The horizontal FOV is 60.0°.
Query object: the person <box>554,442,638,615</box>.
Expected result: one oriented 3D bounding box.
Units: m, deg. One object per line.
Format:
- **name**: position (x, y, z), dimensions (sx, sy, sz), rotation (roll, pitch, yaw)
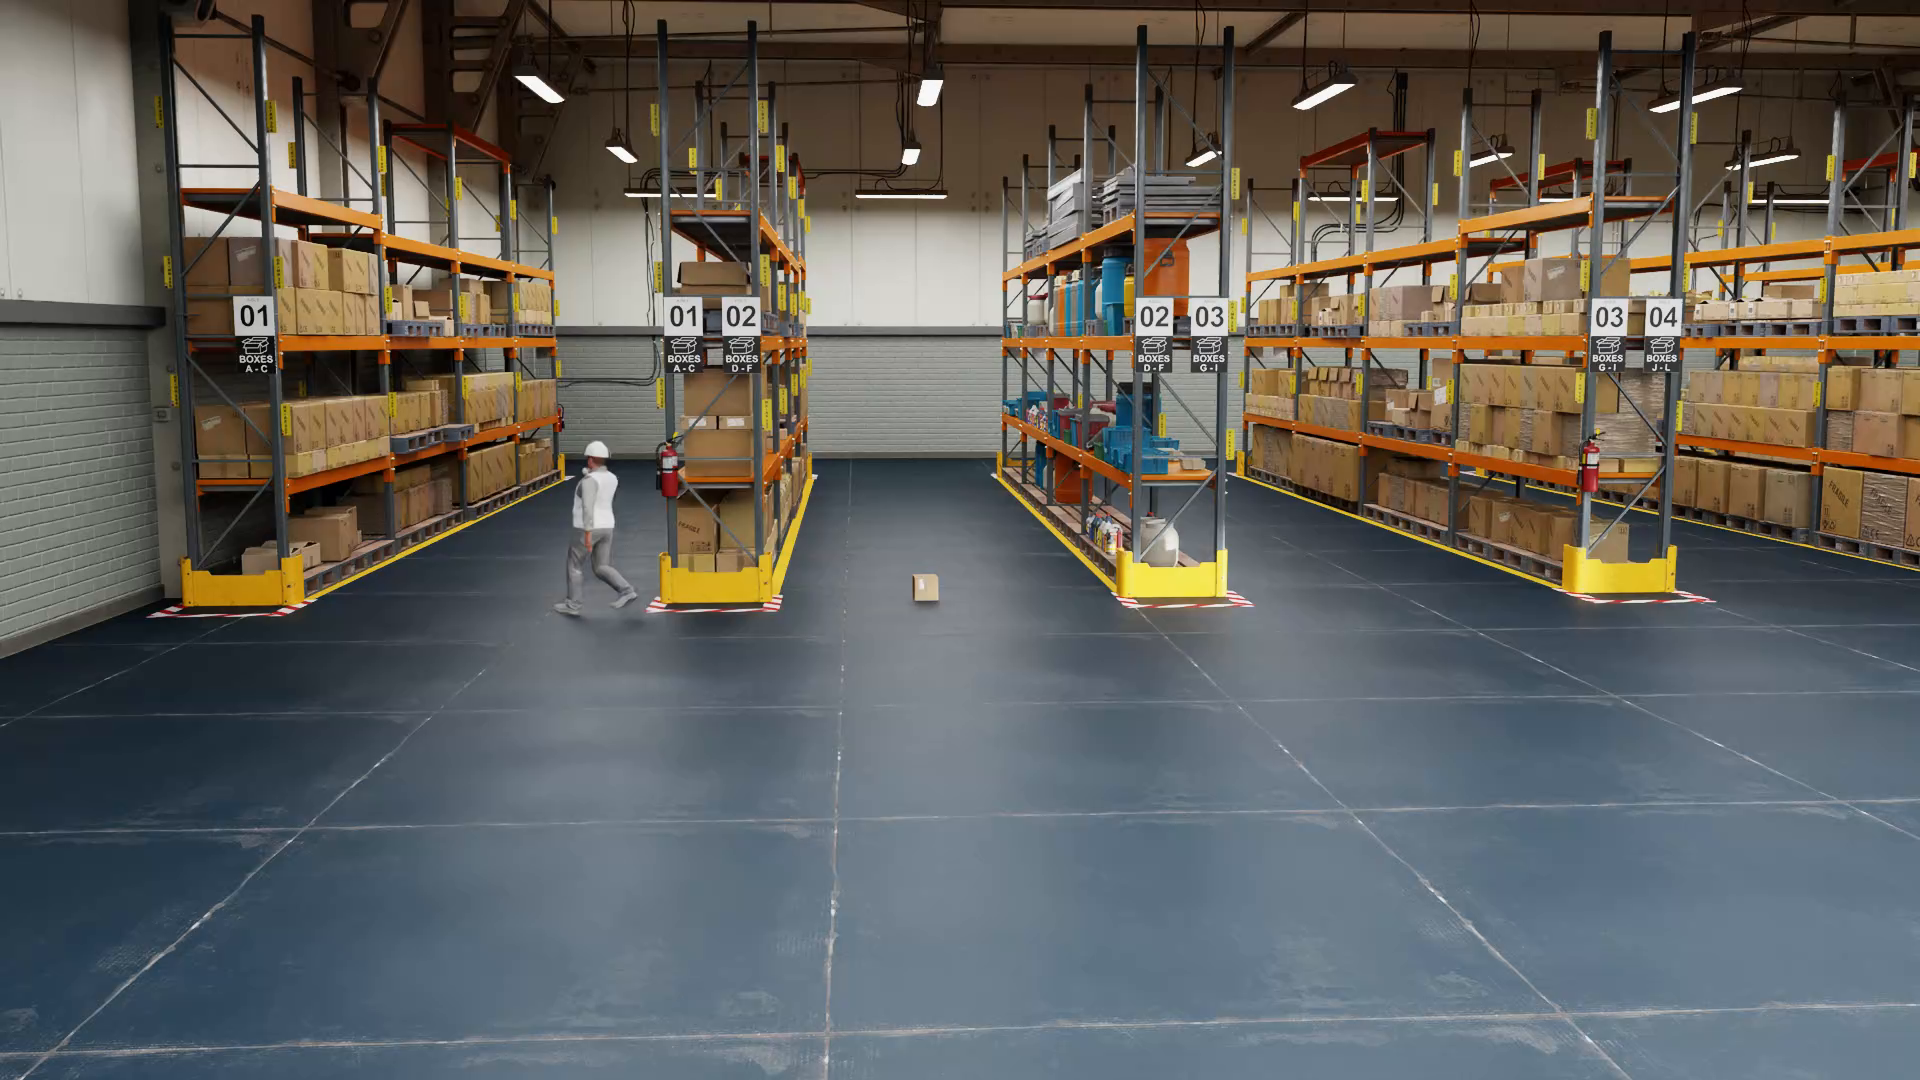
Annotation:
- **person**: position (-3.649, -0.113, 16.616), dimensions (0.899, 1.734, 0.569), rotation (3, 8, 27)
